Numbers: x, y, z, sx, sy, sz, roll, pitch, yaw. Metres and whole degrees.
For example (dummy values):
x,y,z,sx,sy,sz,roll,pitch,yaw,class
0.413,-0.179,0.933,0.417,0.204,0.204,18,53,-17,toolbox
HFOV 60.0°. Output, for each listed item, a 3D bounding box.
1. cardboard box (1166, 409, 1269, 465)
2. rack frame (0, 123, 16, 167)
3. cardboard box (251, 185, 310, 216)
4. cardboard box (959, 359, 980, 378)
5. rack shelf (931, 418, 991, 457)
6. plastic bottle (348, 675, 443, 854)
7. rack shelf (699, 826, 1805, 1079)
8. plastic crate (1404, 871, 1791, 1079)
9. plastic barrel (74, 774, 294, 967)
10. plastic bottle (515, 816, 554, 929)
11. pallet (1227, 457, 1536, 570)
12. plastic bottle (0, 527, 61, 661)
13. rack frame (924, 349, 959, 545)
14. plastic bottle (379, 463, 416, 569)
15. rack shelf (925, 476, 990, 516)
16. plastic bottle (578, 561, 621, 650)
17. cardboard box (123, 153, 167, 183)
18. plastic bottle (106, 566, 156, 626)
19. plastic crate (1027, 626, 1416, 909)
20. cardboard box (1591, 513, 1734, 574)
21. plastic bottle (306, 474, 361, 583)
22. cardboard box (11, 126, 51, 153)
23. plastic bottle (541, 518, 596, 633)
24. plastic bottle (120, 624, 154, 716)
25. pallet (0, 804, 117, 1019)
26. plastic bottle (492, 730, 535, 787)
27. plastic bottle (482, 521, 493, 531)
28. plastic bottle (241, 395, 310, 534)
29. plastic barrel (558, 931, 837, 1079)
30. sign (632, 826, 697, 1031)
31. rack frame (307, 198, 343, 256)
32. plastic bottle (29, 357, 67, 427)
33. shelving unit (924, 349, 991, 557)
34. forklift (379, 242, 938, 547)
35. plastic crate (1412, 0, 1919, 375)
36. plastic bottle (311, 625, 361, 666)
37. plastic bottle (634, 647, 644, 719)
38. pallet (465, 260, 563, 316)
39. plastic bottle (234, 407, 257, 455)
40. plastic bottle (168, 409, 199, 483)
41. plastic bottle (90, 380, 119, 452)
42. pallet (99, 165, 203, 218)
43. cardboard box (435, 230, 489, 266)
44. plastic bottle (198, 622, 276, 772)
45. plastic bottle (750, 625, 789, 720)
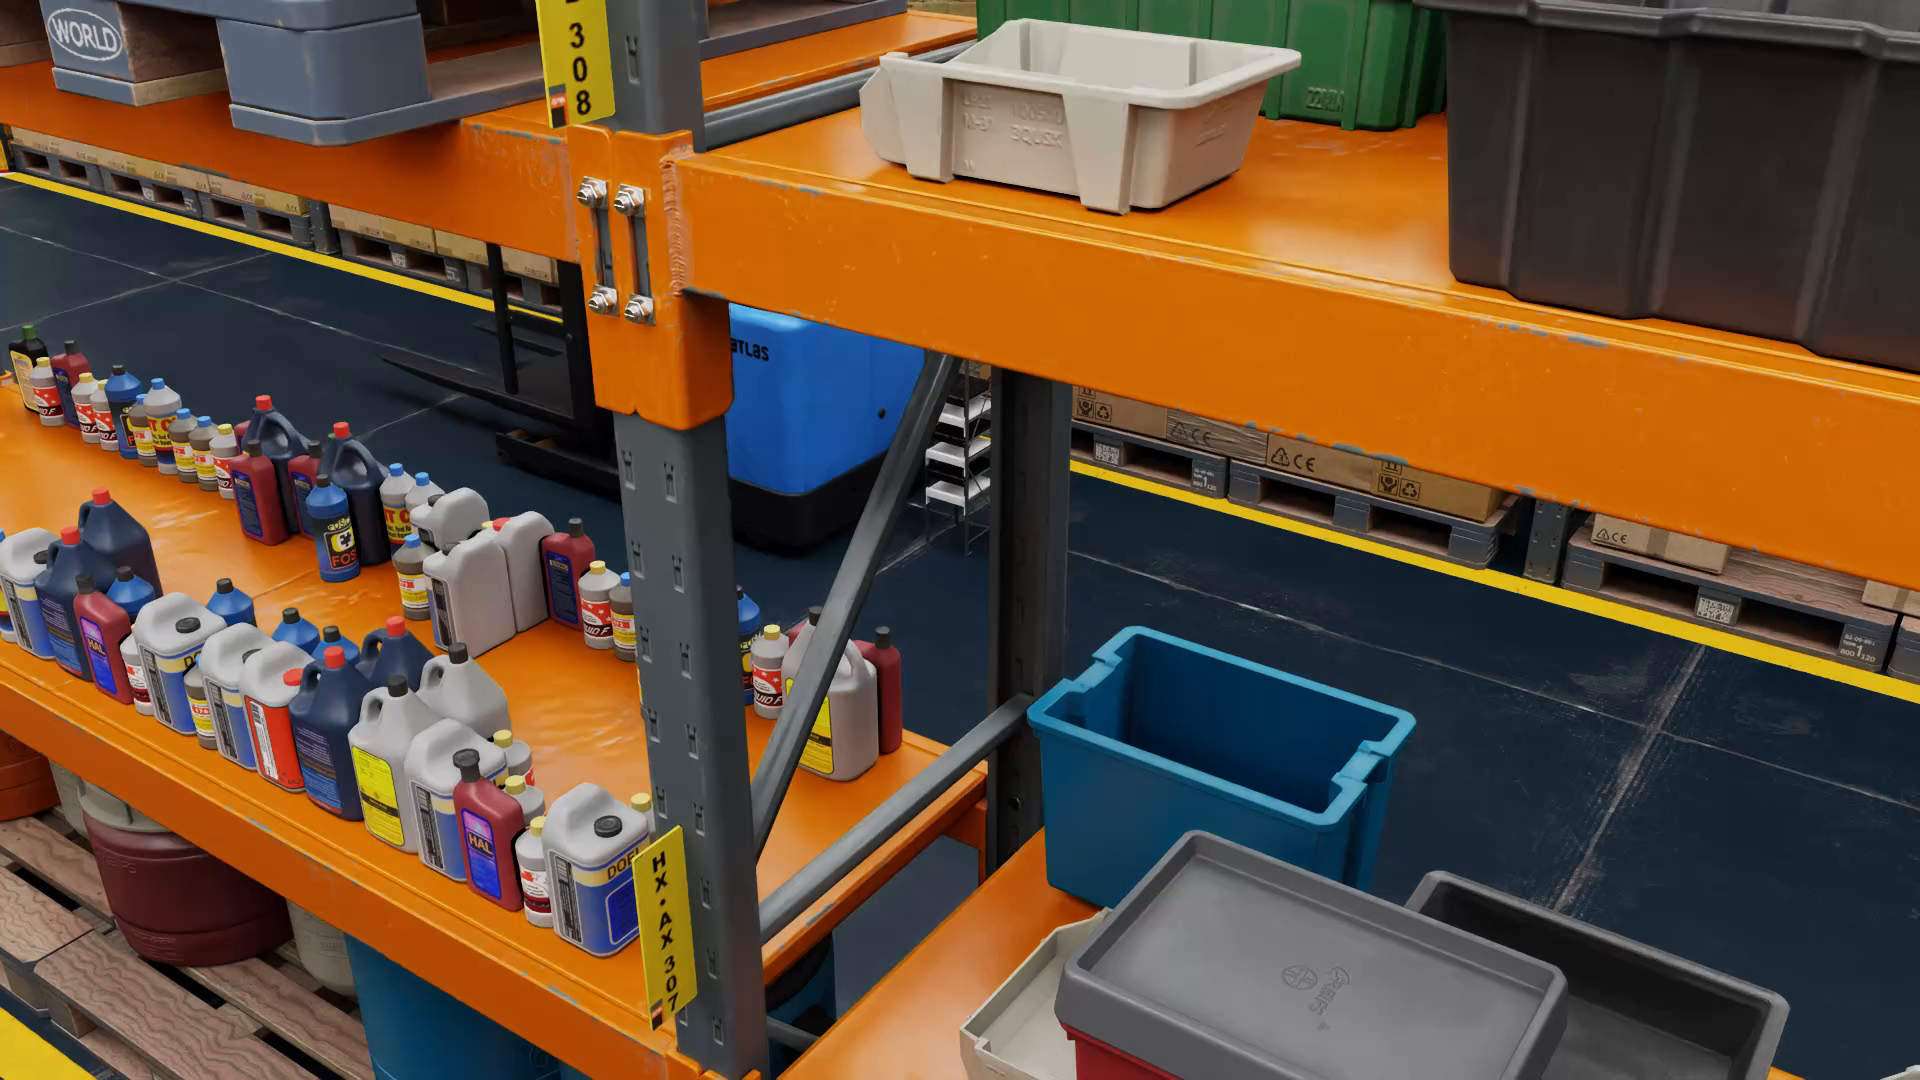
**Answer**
x,y,z,sx,sy,sz,roll,pitch,yaw,class
1.295,-0.709,7.608,0.500,0.500,0.500,18,32,31,cardboard box
-7.211,-4.430,12.648,0.127,3.000,1.000,17,32,30,rack frame
-4.420,-2.402,11.232,0.500,0.250,0.500,17,32,30,cardboard box
0.031,-1.102,8.379,0.500,0.500,0.500,16,31,29,cardboard box
0.007,-0.449,7.016,0.200,0.077,0.258,17,32,30,rack shelf
-1.070,0.410,3.191,0.185,0.351,0.144,17,32,30,plastic bottle
1.521,1.336,2.110,4.000,0.370,1.077,17,32,30,rack shelf
0.947,0.785,2.638,0.590,0.125,0.437,17,32,30,plastic crate
-2.081,0.772,4.622,0.708,0.588,0.600,17,32,30,plastic barrel
-0.746,0.591,3.001,0.097,0.201,0.097,0,27,0,plastic bottle
1.988,-0.301,7.608,1.213,0.211,1.003,17,32,30,pallet
-2.108,0.118,3.847,0.135,0.276,0.152,17,32,30,plastic bottle
-0.077,-0.425,7.093,0.006,0.900,0.240,17,32,30,rack frame
-1.408,-0.064,4.211,0.097,0.271,0.097,0,27,0,plastic bottle
0.007,-0.209,7.139,0.200,0.077,0.258,17,32,30,rack shelf
-0.835,0.145,3.876,0.097,0.201,0.097,0,27,0,plastic bottle
-5.660,-2.785,11.985,0.500,0.250,0.500,17,32,30,cardboard box
-1.841,0.185,3.721,0.097,0.271,0.097,0,27,0,plastic bottle
0.451,0.475,2.961,0.575,0.384,0.392,17,32,30,plastic crate
2.904,-0.158,6.733,0.500,0.311,0.500,17,32,30,cardboard box
-1.570,-0.035,4.154,0.097,0.271,0.097,0,27,0,plastic bottle
-6.895,-3.171,12.743,0.500,0.250,0.500,17,32,30,cardboard box
-0.920,0.072,3.929,0.133,0.283,0.061,17,32,30,plastic bottle
-1.765,0.273,3.625,0.097,0.201,0.097,0,27,0,plastic bottle
-2.751,0.905,5.240,1.213,0.211,1.003,17,32,30,pallet
-0.881,0.465,3.248,0.097,0.201,0.097,0,27,0,plastic bottle
-1.136,0.052,4.061,0.097,0.201,0.097,0,27,0,plastic bottle
-1.800,-0.209,4.407,0.185,0.351,0.144,17,32,30,plastic bottle
-0.566,1.104,3.624,0.708,0.901,0.600,17,32,30,plastic barrel
-0.440,0.584,2.490,0.005,0.325,0.100,17,32,30,sign
-3.914,-3.403,10.630,0.127,3.000,1.000,17,32,30,rack frame
-2.765,-0.456,5.057,0.097,0.201,0.097,0,27,0,plastic bottle
0.007,-0.399,7.042,0.210,0.900,0.258,17,32,30,shelving unit
-1.598,-1.788,7.532,3.031,2.935,1.130,18,32,31,forklift
0.741,-0.355,1.477,0.590,0.269,0.497,17,32,30,plastic crate
-1.297,0.304,3.487,0.097,0.271,0.097,0,27,0,plastic bottle
-0.650,0.287,3.598,0.097,0.201,0.097,0,27,0,plastic bottle
-2.275,-1.673,10.304,1.213,0.211,1.003,17,32,30,pallet
-1.907,-0.235,4.534,0.133,0.283,0.061,17,32,30,plastic bottle
-2.173,-0.271,4.695,0.097,0.201,0.097,0,27,0,plastic bottle
-2.494,-0.371,4.892,0.097,0.201,0.097,0,27,0,plastic bottle
-5.556,-2.693,12.309,1.213,0.211,1.003,17,32,30,pallet
-2.873,-1.905,10.255,0.500,0.250,0.500,16,31,29,cardboard box
-1.463,0.319,3.452,0.135,0.276,0.152,17,32,30,plastic bottle
-0.403,0.280,3.612,0.097,0.201,0.097,0,27,0,plastic bottle
